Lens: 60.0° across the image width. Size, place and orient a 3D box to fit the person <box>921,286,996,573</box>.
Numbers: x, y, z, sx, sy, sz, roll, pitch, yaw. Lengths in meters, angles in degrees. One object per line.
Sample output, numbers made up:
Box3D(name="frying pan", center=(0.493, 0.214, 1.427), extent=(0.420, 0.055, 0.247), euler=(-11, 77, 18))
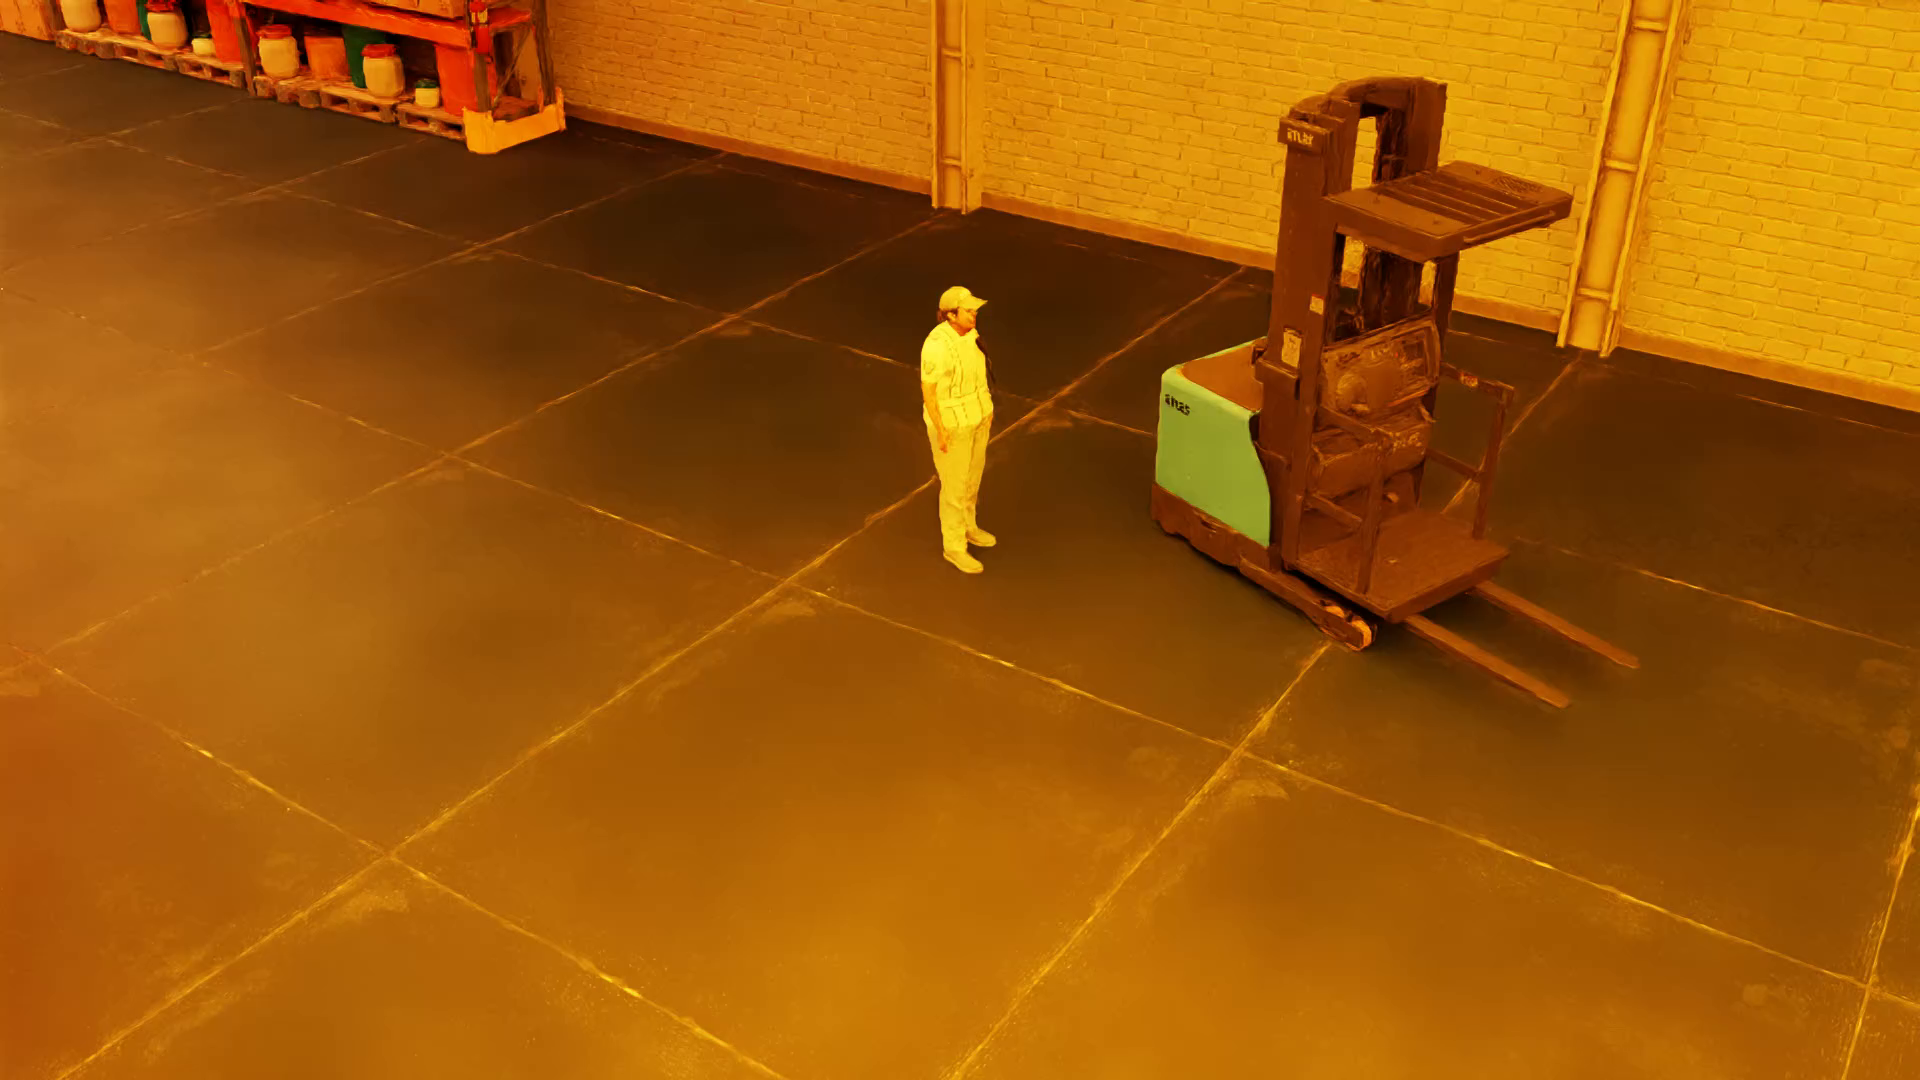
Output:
Box3D(name="person", center=(0.051, -0.696, 10.025), extent=(0.529, 1.669, 0.598), euler=(19, 35, 29))

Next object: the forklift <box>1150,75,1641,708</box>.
Box3D(name="forklift", center=(2.489, -0.925, 9.173), extent=(1.130, 2.935, 3.031), euler=(-20, 36, -31))
